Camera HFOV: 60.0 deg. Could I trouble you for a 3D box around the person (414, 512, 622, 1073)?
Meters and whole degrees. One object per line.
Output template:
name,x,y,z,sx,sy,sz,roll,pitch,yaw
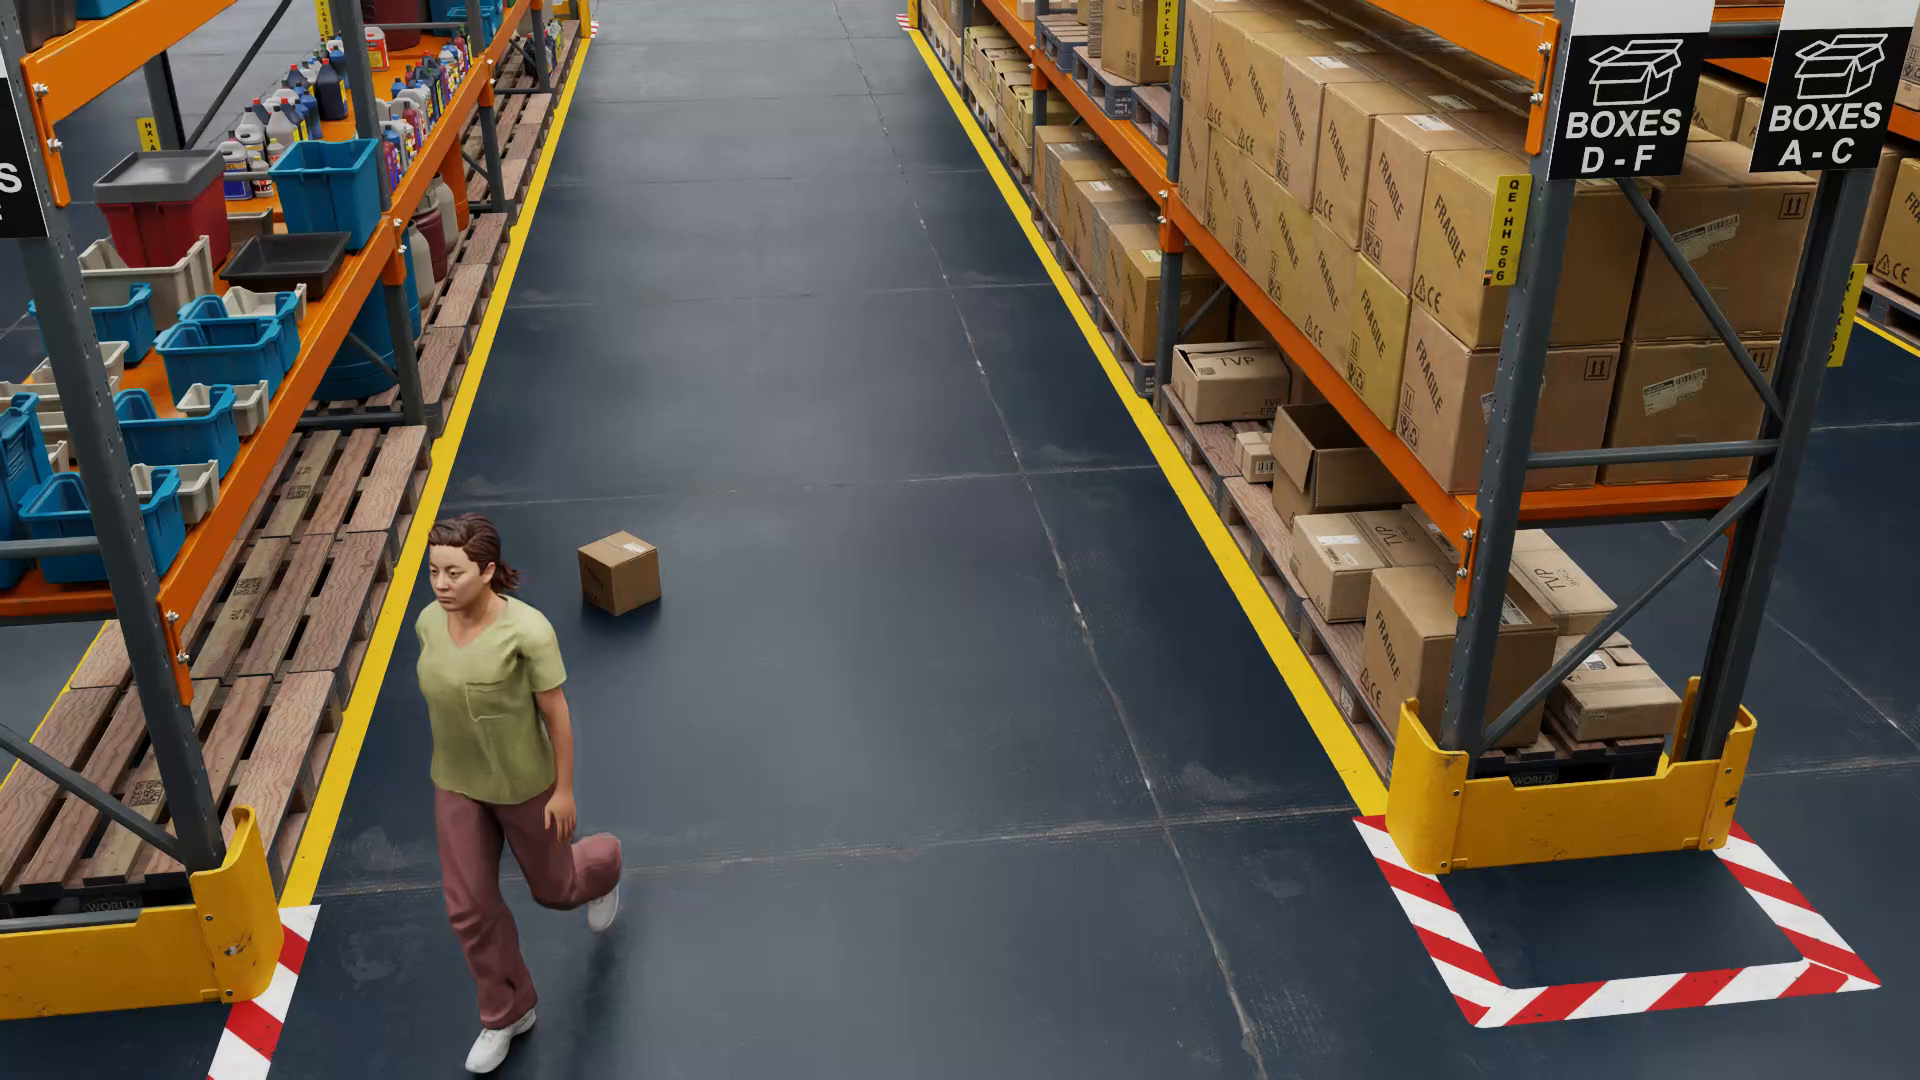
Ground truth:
person,-1.298,0.665,4.813,0.474,1.636,0.834,5,28,10
